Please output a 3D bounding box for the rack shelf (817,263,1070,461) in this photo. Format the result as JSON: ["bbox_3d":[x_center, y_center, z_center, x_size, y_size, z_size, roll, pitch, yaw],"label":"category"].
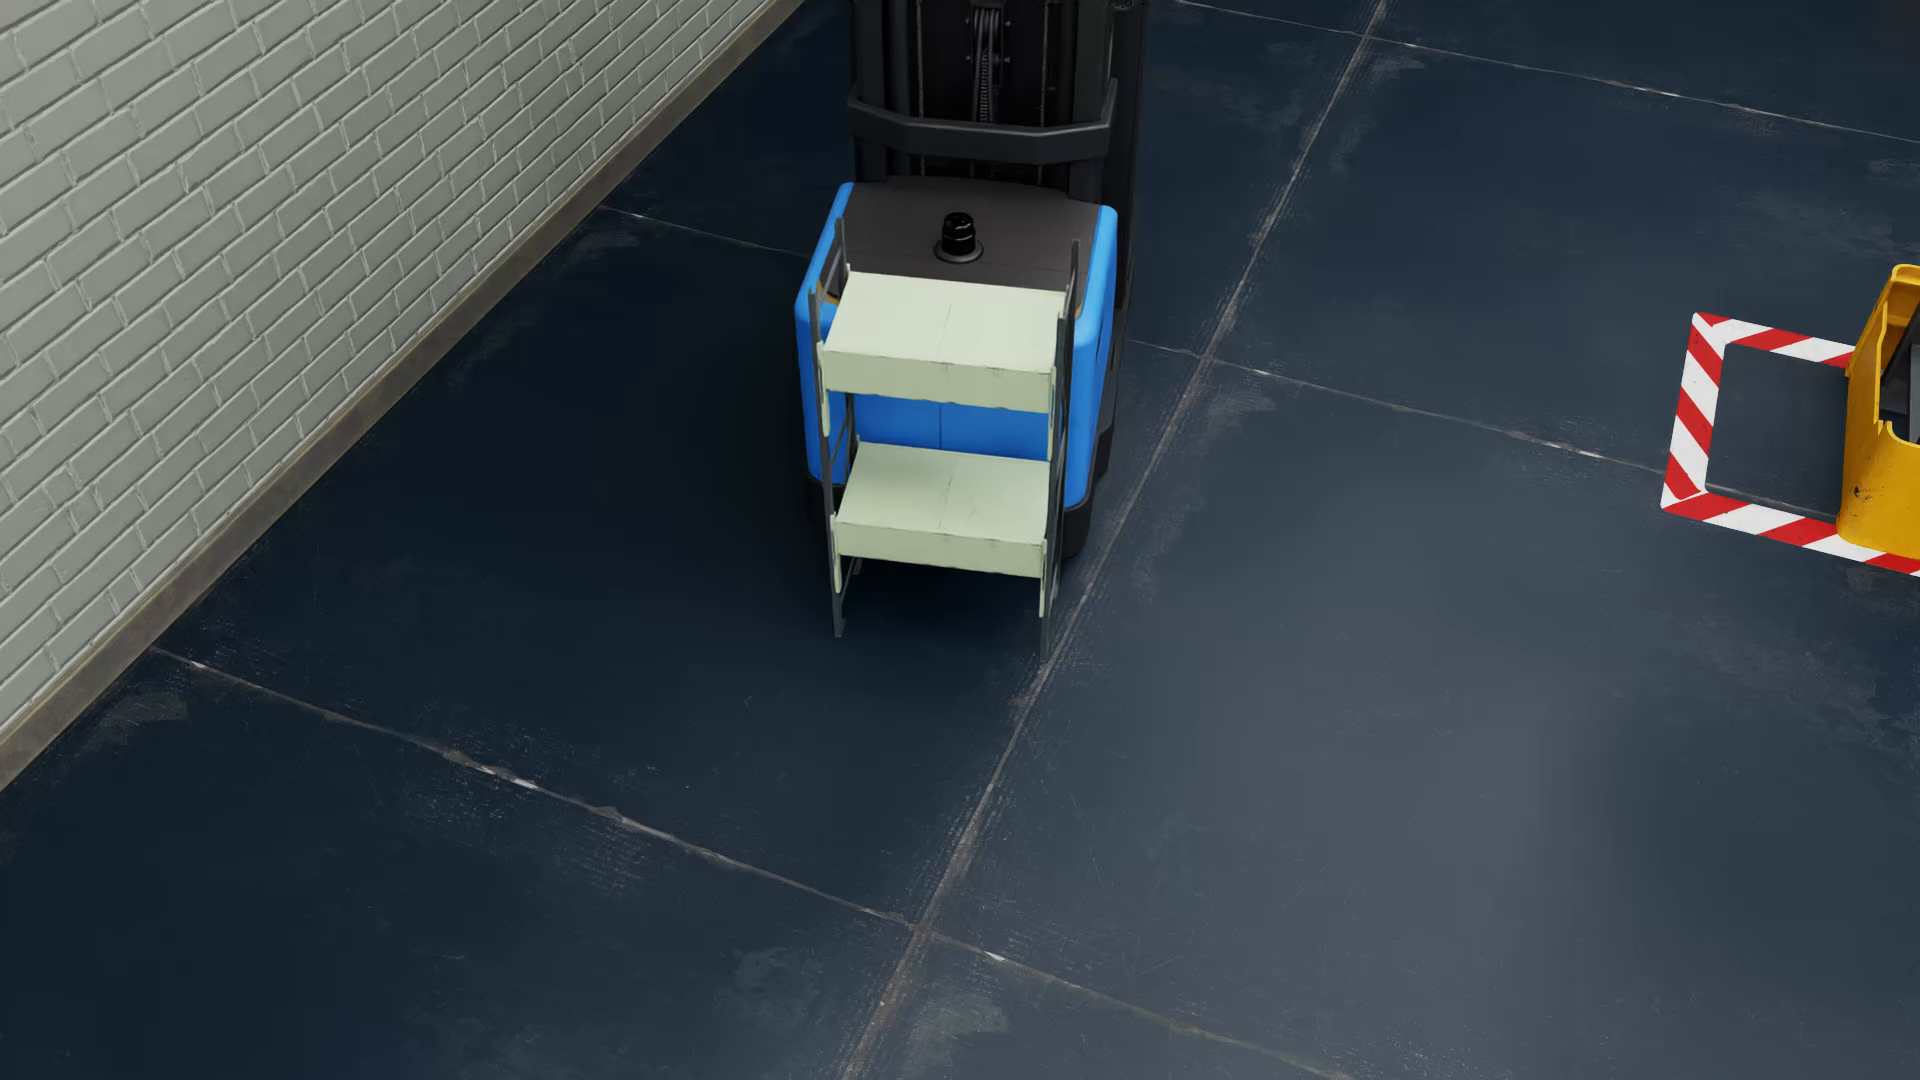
[{"bbox_3d":[-0.040,-0.559,5.195,0.720,0.370,0.431,7,45,7],"label":"rack shelf"}]

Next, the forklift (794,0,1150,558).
[{"bbox_3d":[0.174,-2.023,6.205,1.130,2.935,3.031,7,45,7],"label":"forklift"}]

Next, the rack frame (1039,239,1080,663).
[{"bbox_3d":[0.321,-0.241,5.428,0.023,1.500,0.400,7,45,7],"label":"rack frame"}]

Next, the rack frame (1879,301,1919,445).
[{"bbox_3d":[3.696,-1.393,5.523,0.127,3.000,1.000,16,47,16],"label":"rack frame"}]

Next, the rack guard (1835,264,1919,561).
[{"bbox_3d":[3.674,-0.513,6.411,0.348,0.500,1.175,16,47,16],"label":"rack guard"}]

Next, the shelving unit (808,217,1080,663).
[{"bbox_3d":[-0.040,-0.282,5.470,0.755,1.500,0.431,7,45,7],"label":"shelving unit"}]

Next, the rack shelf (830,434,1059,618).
[{"bbox_3d":[-0.040,-0.051,5.700,0.720,0.370,0.431,7,45,7],"label":"rack shelf"}]

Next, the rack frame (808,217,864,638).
[{"bbox_3d":[-0.401,-0.323,5.512,0.023,1.500,0.400,7,45,7],"label":"rack frame"}]
